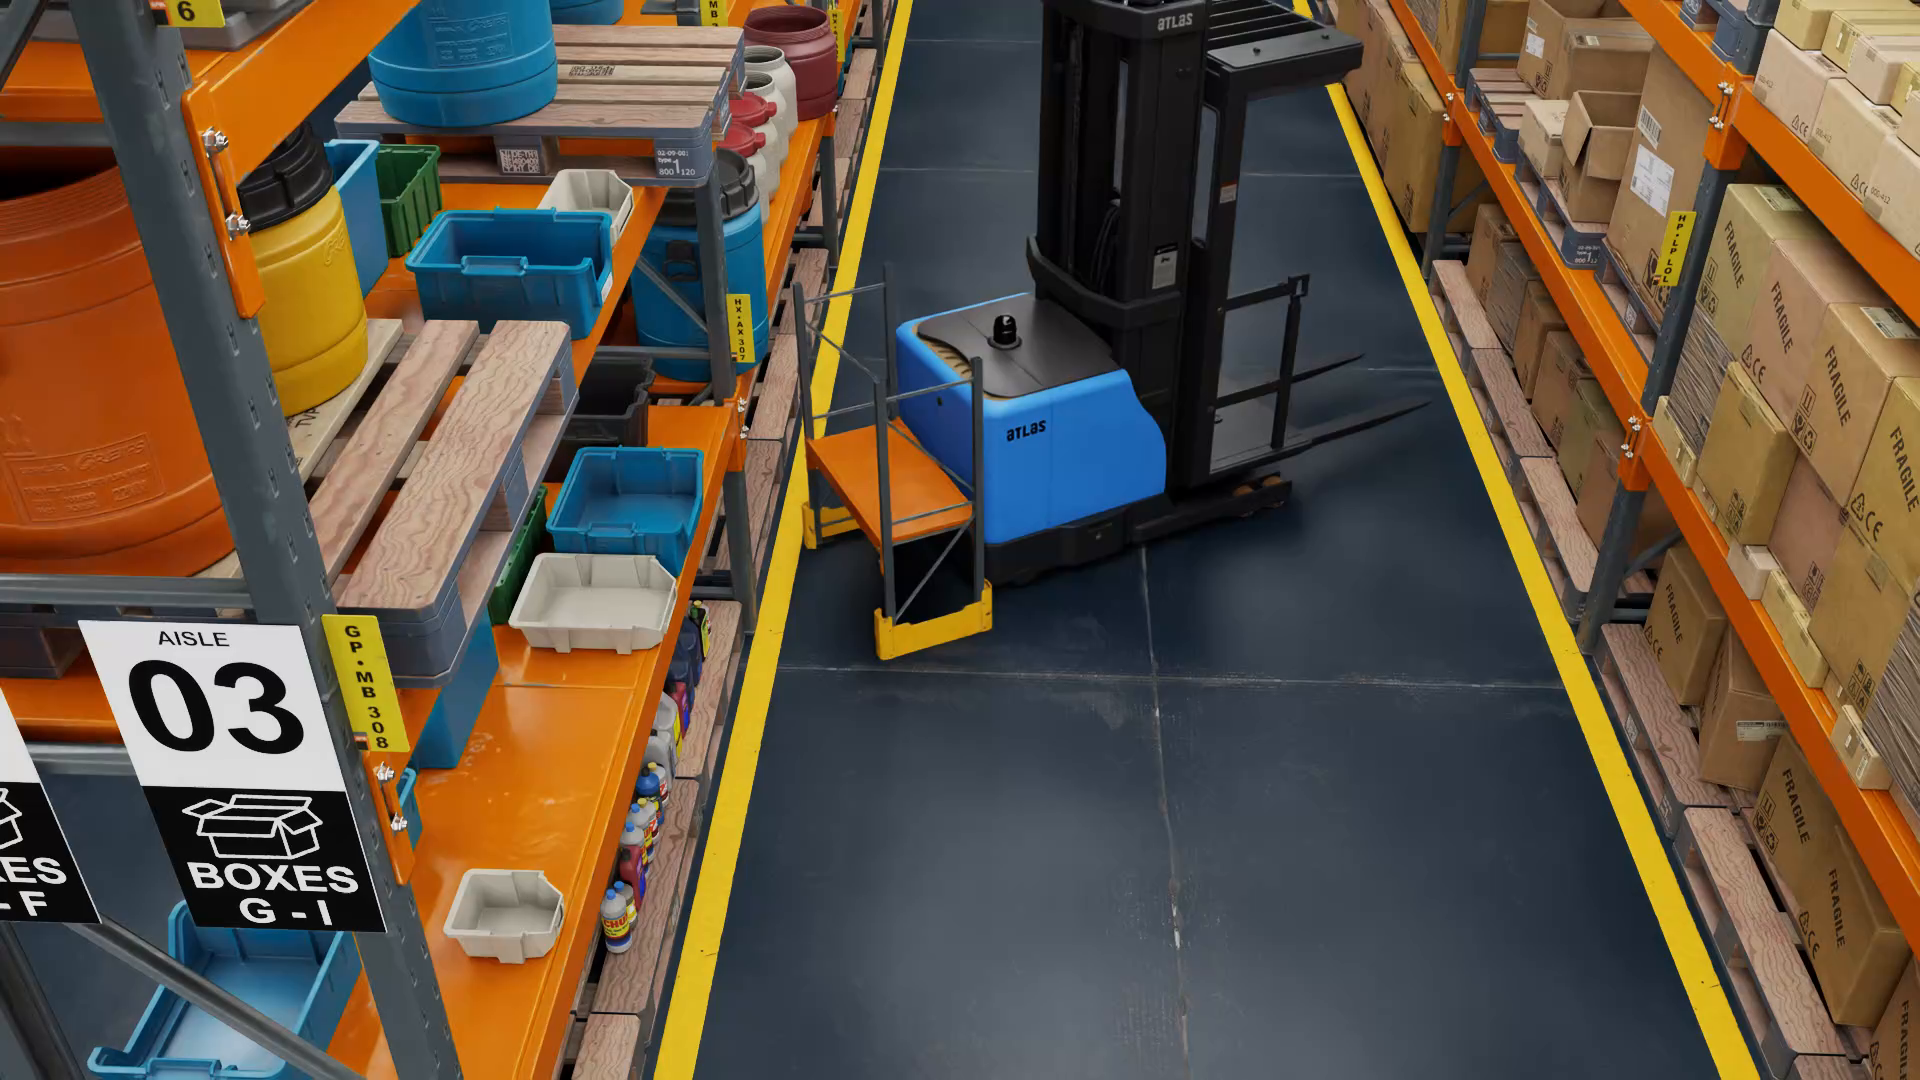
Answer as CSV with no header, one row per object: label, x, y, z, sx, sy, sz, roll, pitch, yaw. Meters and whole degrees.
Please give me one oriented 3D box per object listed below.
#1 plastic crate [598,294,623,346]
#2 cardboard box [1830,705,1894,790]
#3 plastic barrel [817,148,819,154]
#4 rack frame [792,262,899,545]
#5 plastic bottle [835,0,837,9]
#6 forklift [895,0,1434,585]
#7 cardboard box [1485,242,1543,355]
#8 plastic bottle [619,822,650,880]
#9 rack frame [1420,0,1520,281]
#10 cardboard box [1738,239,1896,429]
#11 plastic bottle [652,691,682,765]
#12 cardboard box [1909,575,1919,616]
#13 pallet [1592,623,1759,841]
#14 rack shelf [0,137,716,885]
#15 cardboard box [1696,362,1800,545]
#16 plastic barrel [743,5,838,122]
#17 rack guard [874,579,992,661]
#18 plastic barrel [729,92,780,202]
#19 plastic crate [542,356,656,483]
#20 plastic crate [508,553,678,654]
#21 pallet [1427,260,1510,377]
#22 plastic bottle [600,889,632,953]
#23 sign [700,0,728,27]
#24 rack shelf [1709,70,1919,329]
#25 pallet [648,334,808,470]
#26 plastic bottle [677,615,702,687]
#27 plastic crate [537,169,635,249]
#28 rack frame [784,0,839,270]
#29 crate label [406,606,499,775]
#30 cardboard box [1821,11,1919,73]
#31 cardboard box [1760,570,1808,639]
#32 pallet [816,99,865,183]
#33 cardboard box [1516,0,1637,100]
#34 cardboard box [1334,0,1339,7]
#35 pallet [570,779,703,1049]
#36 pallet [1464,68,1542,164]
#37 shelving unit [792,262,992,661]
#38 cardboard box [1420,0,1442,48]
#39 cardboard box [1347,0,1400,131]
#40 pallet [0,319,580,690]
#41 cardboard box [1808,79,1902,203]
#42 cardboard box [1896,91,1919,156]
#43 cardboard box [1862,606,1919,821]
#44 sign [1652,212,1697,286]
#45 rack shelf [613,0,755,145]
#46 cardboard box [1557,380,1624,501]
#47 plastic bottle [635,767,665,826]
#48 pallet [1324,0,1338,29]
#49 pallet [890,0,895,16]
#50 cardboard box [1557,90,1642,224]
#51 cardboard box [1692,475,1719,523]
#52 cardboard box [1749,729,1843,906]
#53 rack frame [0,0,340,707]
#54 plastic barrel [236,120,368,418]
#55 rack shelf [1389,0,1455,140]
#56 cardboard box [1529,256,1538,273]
plastic crate,-1.776,-1.124,7.631,0.402,0.464,0.583,1,35,2
cardboard box,3.059,0.670,5.352,0.380,0.149,0.250,1,35,2
plastic barrel,-1.281,-3.226,12.410,0.600,0.588,0.708,1,35,2
rack frame,-0.545,-0.651,8.315,0.500,1.500,0.032,-15,38,-19
plastic bottle,-0.920,-3.896,11.743,0.097,0.271,0.097,0,35,0
forklift,1.202,-1.571,8.382,3.031,2.935,1.130,-17,39,-23
cardboard box,3.603,-1.449,9.941,0.700,0.500,0.500,-1,35,-2
plastic bottle,-1.253,1.190,6.383,0.097,0.271,0.097,0,35,0
rack frame,3.620,-2.996,10.351,1.000,3.000,0.127,1,35,2
cardboard box,3.168,-0.730,5.911,0.500,0.500,0.500,1,35,2
plastic bottle,-1.248,0.764,6.922,0.144,0.351,0.185,1,35,2
cardboard box,3.111,0.132,4.684,0.500,0.500,0.500,1,35,2
pallet,3.467,0.829,7.332,1.003,0.211,1.213,1,35,2
rack shelf,-1.570,-0.597,4.953,1.077,0.370,4.000,1,35,2
cardboard box,3.324,-0.317,6.193,0.875,0.500,0.500,1,35,2
plastic barrel,-1.045,-2.893,10.085,0.600,0.536,0.708,1,35,2
rack guard,-0.123,0.379,7.932,0.587,0.250,0.087,-15,38,-19
plastic barrel,-1.186,-2.083,8.933,0.433,0.535,0.433,0,35,0
plastic crate,-1.638,-0.489,6.837,0.767,0.338,0.504,1,35,2
plastic crate,-1.302,0.234,5.983,0.530,0.136,0.437,1,35,2
pallet,3.587,-1.407,10.514,1.003,0.211,1.213,1,35,2
plastic bottle,-1.266,1.387,6.103,0.097,0.271,0.097,0,35,0
sign,-0.941,-2.025,6.351,0.100,0.325,0.005,1,35,2
rack shelf,3.379,-0.482,4.790,1.077,0.370,4.000,1,35,2
pallet,-1.451,-0.827,9.688,1.003,0.211,1.213,1,35,2
plastic bottle,-1.228,0.468,7.343,0.144,0.351,0.185,0,35,1
plastic crate,-1.150,-1.001,5.131,0.243,0.136,0.396,1,35,2
rack frame,-1.329,-3.111,10.513,1.000,3.000,0.127,1,35,2
crate label,-1.847,0.407,5.477,0.502,0.435,0.616,1,35,2
cardboard box,3.195,-1.693,5.671,0.380,0.149,0.250,0,35,0
cardboard box,3.124,0.240,5.964,0.380,0.149,0.250,1,35,2
pallet,-1.287,-3.123,12.956,1.003,0.211,1.213,1,35,2
cardboard box,3.638,-2.898,9.758,0.500,0.500,0.500,-3,35,-4
cardboard box,3.923,-5.492,15.383,0.875,0.875,0.875,1,35,2
pallet,-1.605,1.416,6.498,1.003,0.211,1.213,1,35,2
pallet,3.698,-2.506,9.820,1.213,0.211,1.003,1,35,2
shelving unit,-0.338,-0.391,7.942,0.587,1.500,1.083,-15,38,-19
cardboard box,3.418,-3.613,11.141,0.500,0.500,0.500,1,35,1
cardboard box,3.740,-3.716,12.856,1.225,0.875,0.875,0,35,0
pallet,-1.520,-0.138,3.838,1.003,0.211,1.213,1,35,2
cardboard box,3.169,-1.307,5.469,0.500,0.250,0.500,1,35,1
cardboard box,3.099,-1.245,5.033,0.380,0.149,0.250,1,35,1
cardboard box,3.311,0.546,4.965,0.875,0.500,0.500,1,35,2
sign,2.904,-1.183,6.763,0.100,0.325,0.005,1,35,2
rack shelf,-1.410,-2.895,8.223,1.077,0.370,4.000,1,35,2
cardboard box,3.543,-0.481,8.563,0.700,0.500,0.500,1,35,2
plastic bottle,-1.240,1.016,6.631,0.097,0.271,0.097,0,35,0
pallet,3.889,-4.589,15.041,1.003,0.211,1.213,1,35,2
pallet,-1.132,-5.394,16.187,1.003,0.211,1.213,1,35,2
cardboard box,3.436,-1.910,8.350,0.797,0.503,0.637,5,35,7
cardboard box,3.144,-0.191,6.578,0.380,0.149,0.250,1,35,2
cardboard box,3.441,1.069,6.374,0.500,0.500,0.500,-2,35,-2
rack frame,-1.651,-0.969,2.248,1.000,3.000,0.127,1,35,2
plastic barrel,-1.732,-0.649,3.872,0.600,0.588,0.600,0,35,0
rack shelf,3.700,-3.851,12.192,1.077,0.370,4.000,1,35,2
cardboard box,3.612,-1.770,9.745,0.500,0.250,0.500,5,35,7
